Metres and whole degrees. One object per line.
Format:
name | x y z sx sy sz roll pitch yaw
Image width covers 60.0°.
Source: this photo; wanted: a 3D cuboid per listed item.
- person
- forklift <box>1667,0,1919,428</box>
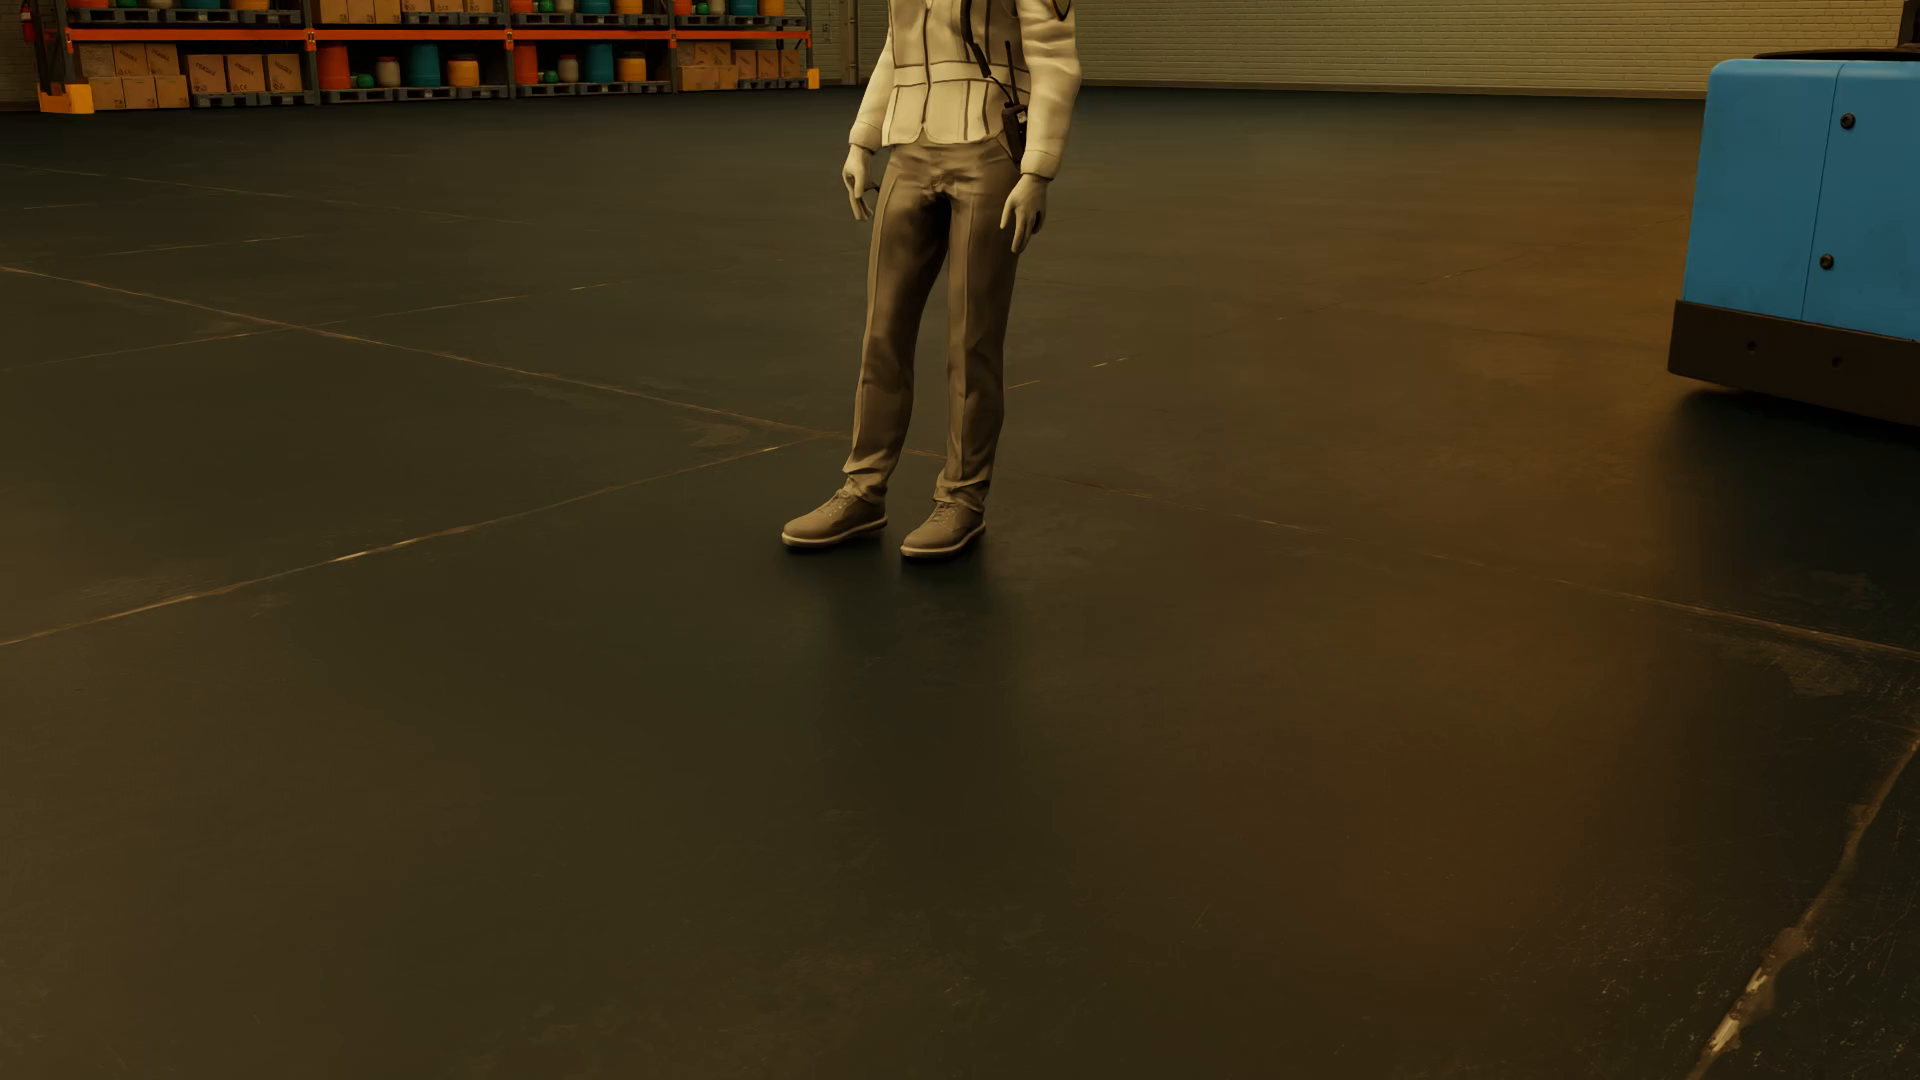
person | -0.048 -0.803 3.647 0.587 1.695 0.531 13 21 37
forklift | 3.915 -1.956 5.338 3.031 2.935 1.130 -8 19 -24
